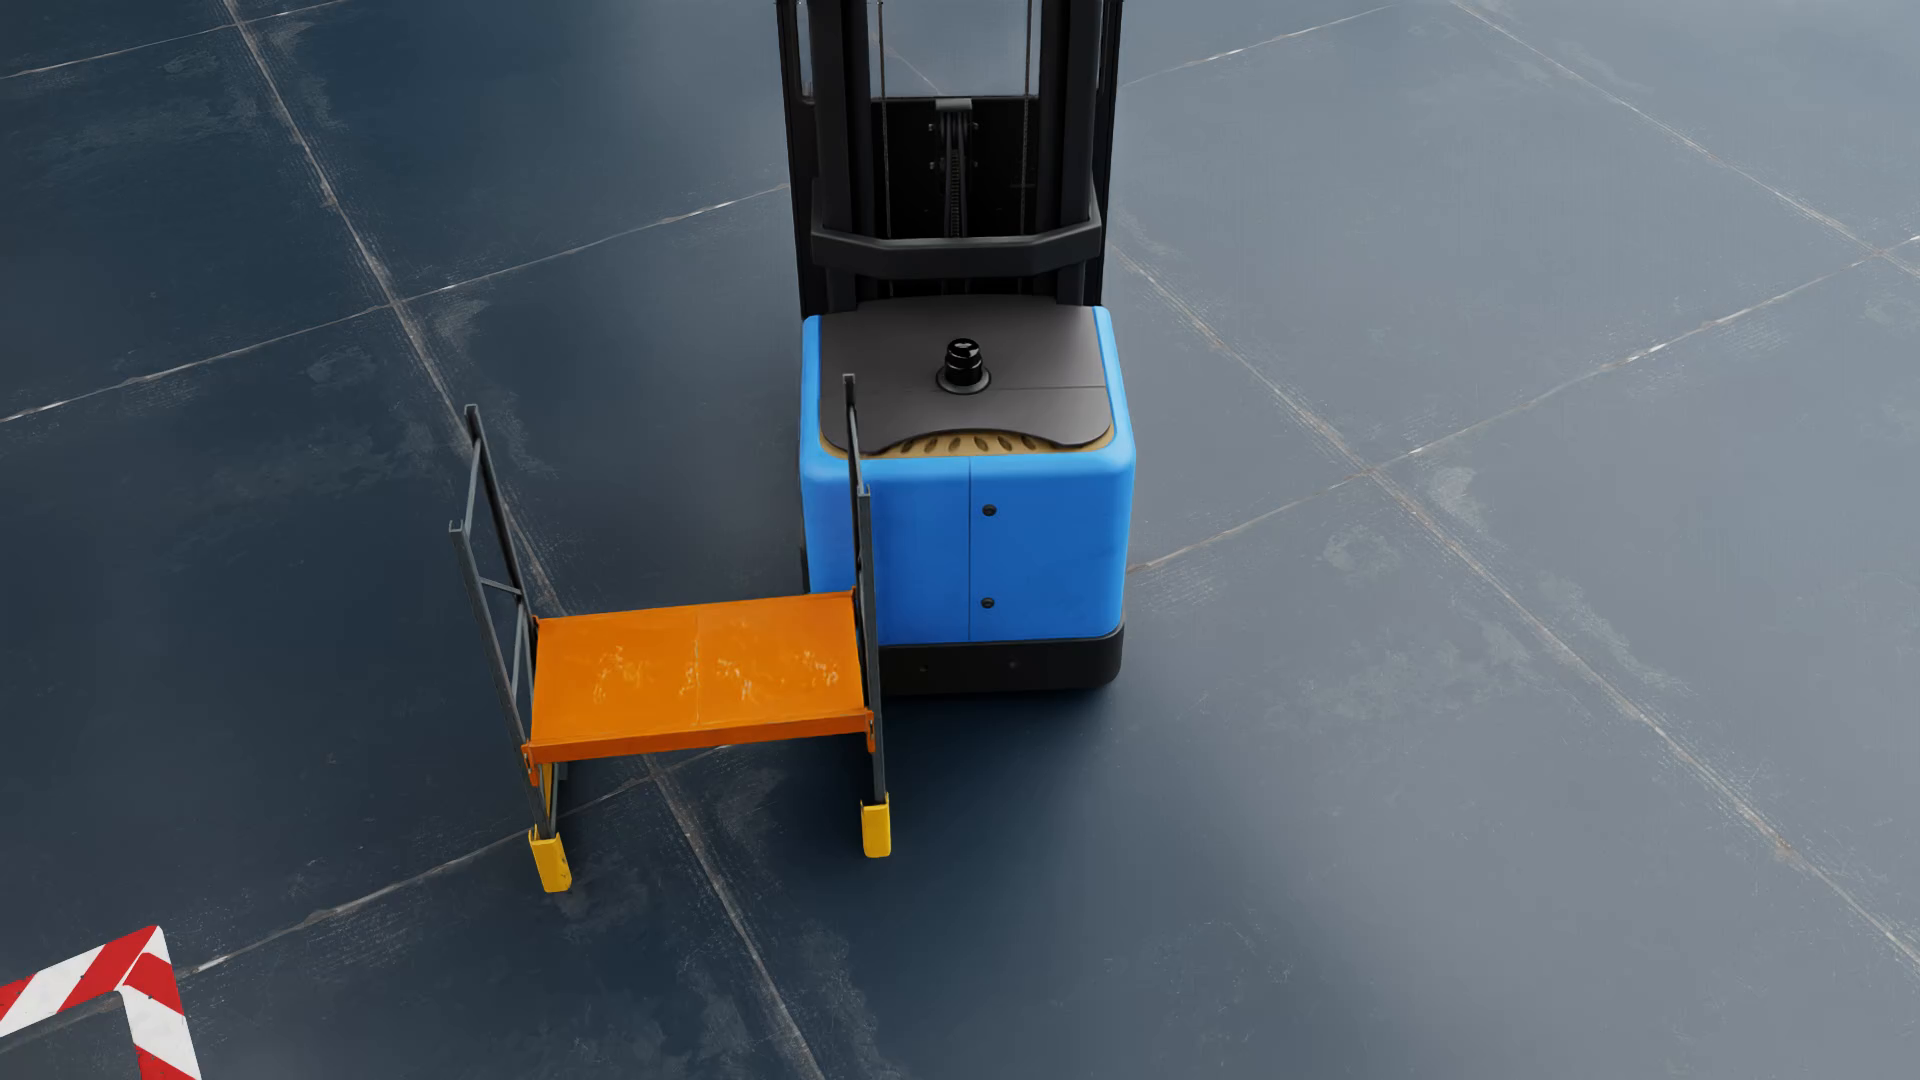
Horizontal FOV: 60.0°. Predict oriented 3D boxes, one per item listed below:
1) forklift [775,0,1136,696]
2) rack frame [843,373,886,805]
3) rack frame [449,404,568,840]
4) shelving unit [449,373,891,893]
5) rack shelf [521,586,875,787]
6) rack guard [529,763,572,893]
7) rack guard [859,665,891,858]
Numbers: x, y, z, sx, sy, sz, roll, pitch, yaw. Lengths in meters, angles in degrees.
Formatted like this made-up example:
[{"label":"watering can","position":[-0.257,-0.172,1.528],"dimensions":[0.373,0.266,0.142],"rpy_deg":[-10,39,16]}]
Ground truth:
[{"label":"forklift","position":[-0.047,-1.538,5.730],"dimensions":[1.130,2.935,3.031],"rpy_deg":[-2,44,-2]},{"label":"rack frame","position":[-0.274,0.254,4.911],"dimensions":[0.032,1.500,0.500],"rpy_deg":[-5,44,-5]},{"label":"rack frame","position":[-1.283,0.345,4.818],"dimensions":[0.032,1.500,0.500],"rpy_deg":[-5,44,-5]},{"label":"shelving unit","position":[-0.787,0.300,4.864],"dimensions":[1.083,1.500,0.587],"rpy_deg":[-5,44,-5]},{"label":"rack shelf","position":[-0.778,0.429,4.990],"dimensions":[1.000,0.185,0.538],"rpy_deg":[-5,44,-5]},{"label":"rack guard","position":[-1.281,0.793,5.253],"dimensions":[0.087,0.250,0.587],"rpy_deg":[-5,44,-5]},{"label":"rack guard","position":[-0.294,0.704,5.345],"dimensions":[0.087,0.250,0.587],"rpy_deg":[-5,44,-5]}]
